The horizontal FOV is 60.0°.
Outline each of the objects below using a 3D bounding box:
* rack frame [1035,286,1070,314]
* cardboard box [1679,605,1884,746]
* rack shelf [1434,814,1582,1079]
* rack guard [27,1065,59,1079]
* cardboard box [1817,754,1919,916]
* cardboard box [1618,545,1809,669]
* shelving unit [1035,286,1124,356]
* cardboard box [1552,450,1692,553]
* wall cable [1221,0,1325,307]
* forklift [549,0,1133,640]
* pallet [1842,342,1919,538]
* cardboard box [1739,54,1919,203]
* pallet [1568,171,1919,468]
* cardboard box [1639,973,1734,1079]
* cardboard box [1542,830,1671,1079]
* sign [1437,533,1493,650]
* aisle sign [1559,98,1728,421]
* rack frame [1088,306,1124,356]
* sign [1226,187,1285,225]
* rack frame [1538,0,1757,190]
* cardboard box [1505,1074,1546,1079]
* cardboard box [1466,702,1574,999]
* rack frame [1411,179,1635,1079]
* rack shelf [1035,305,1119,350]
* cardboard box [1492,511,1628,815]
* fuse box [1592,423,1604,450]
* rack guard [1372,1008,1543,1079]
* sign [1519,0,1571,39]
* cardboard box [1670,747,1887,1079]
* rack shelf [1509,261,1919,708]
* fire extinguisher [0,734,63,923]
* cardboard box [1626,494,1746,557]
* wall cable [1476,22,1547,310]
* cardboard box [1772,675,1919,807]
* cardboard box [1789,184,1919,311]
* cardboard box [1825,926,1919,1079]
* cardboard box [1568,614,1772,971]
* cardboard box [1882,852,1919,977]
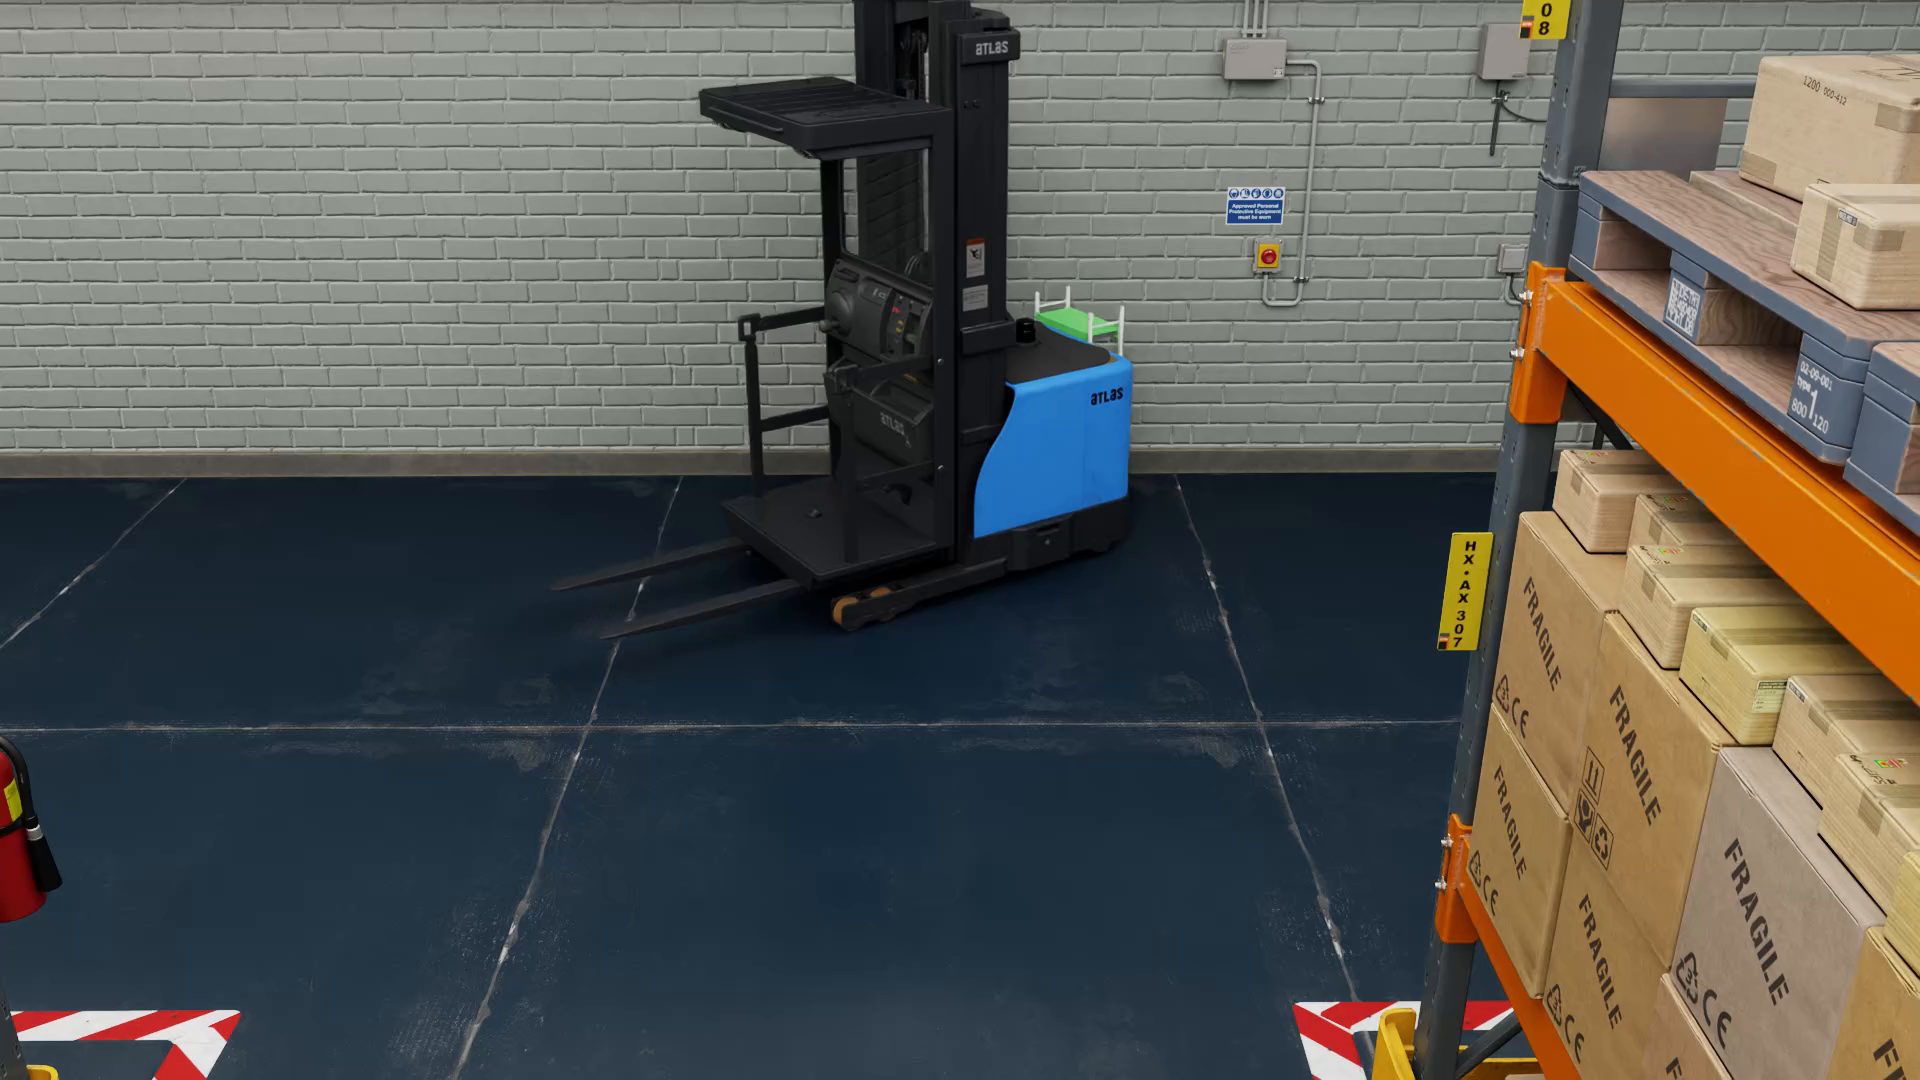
[{"bbox_3d":[0.530,-0.886,9.753,0.240,1.200,0.015,-16,29,-31],"label":"rack frame"},{"bbox_3d":[1.532,0.237,2.965,0.380,0.149,0.250,-1,24,-2],"label":"cardboard box"},{"bbox_3d":[1.844,1.714,2.693,1.077,0.370,4.000,0,24,-1],"label":"rack shelf"},{"bbox_3d":[-3.126,1.796,4.672,1.175,0.500,0.348,0,24,-1],"label":"rack guard"},{"bbox_3d":[1.548,0.448,2.499,0.380,0.149,0.250,0,24,0],"label":"cardboard box"},{"bbox_3d":[1.511,0.128,3.205,0.380,0.149,0.250,0,24,1],"label":"cardboard box"},{"bbox_3d":[0.668,-0.803,9.569,0.258,1.200,0.503,-16,29,-31],"label":"shelving unit"},{"bbox_3d":[1.549,-0.087,3.681,0.380,0.149,0.250,0,24,1],"label":"cardboard box"},{"bbox_3d":[1.737,-2.239,9.289,0.585,1.953,0.123,0,24,-1],"label":"wall cable"},{"bbox_3d":[-0.584,-1.133,8.199,3.031,2.935,1.130,-15,28,-30],"label":"forklift"},{"bbox_3d":[1.856,0.045,1.977,1.003,0.211,1.213,0,24,-1],"label":"pallet"},{"bbox_3d":[1.917,-0.788,3.264,0.500,0.250,0.500,-2,24,-5],"label":"cardboard box"},{"bbox_3d":[1.840,-0.459,3.092,1.003,0.211,1.213,0,24,-1],"label":"pallet"},{"bbox_3d":[1.561,1.134,2.982,0.500,0.500,0.500,0,24,-1],"label":"cardboard box"},{"bbox_3d":[1.573,0.924,3.446,0.500,0.500,0.500,-1,24,-1],"label":"cardboard box"},{"bbox_3d":[1.267,0.132,4.173,0.100,0.325,0.005,0,24,-1],"label":"sign"},{"bbox_3d":[1.531,-0.651,3.894,0.394,0.787,0.004,0,24,-1],"label":"aisle sign"},{"bbox_3d":[0.805,-0.720,9.386,0.240,1.200,0.015,-16,29,-31],"label":"rack frame"},{"bbox_3d":[1.688,-1.910,9.504,0.327,0.218,0.001,0,24,-1],"label":"sign"},{"bbox_3d":[1.822,-2.171,3.131,1.000,3.000,0.127,0,24,-1],"label":"rack frame"},{"bbox_3d":[1.929,1.810,4.208,0.875,0.438,0.875,-1,24,-2],"label":"cardboard box"},{"bbox_3d":[1.540,0.716,3.907,0.500,0.500,0.500,0,24,-1],"label":"cardboard box"},{"bbox_3d":[1.822,0.562,4.367,1.000,3.000,0.127,0,24,-1],"label":"rack frame"},{"bbox_3d":[0.668,-1.182,9.398,0.258,0.148,0.480,-16,29,-31],"label":"rack shelf"},{"bbox_3d":[1.542,0.260,3.701,0.500,0.500,0.500,-1,24,-2],"label":"cardboard box"},{"bbox_3d":[3.839,-1.124,9.658,0.539,1.711,0.414,0,24,-1],"label":"fuse box"},{"bbox_3d":[1.821,1.691,4.904,1.175,0.500,0.348,0,24,-1],"label":"rack guard"},{"bbox_3d":[1.267,-1.239,3.553,0.100,0.325,0.005,0,24,-1],"label":"sign"},{"bbox_3d":[1.568,0.685,2.761,0.500,0.500,0.500,0,24,-1],"label":"cardboard box"},{"bbox_3d":[1.844,0.347,2.075,1.077,0.370,4.000,0,24,-1],"label":"rack shelf"},{"bbox_3d":[-2.668,0.725,4.553,0.296,0.674,0.183,0,24,-1],"label":"fire extinguisher"},{"bbox_3d":[1.623,0.021,3.443,0.380,0.149,0.250,0,24,1],"label":"cardboard box"},{"bbox_3d":[3.155,-2.235,9.320,0.588,1.984,0.122,0,24,-1],"label":"wall cable"},{"bbox_3d":[1.587,0.345,2.726,0.380,0.149,0.250,0,24,0],"label":"cardboard box"},{"bbox_3d":[1.604,-0.478,2.700,0.380,0.149,0.250,1,24,1],"label":"cardboard box"},{"bbox_3d":[1.574,0.890,2.306,0.500,0.500,0.500,0,24,0],"label":"cardboard box"},{"bbox_3d":[1.555,0.473,3.230,0.500,0.500,0.500,-1,24,-2],"label":"cardboard box"},{"bbox_3d":[1.524,0.552,2.267,0.380,0.149,0.250,-1,24,-2],"label":"cardboard box"}]
